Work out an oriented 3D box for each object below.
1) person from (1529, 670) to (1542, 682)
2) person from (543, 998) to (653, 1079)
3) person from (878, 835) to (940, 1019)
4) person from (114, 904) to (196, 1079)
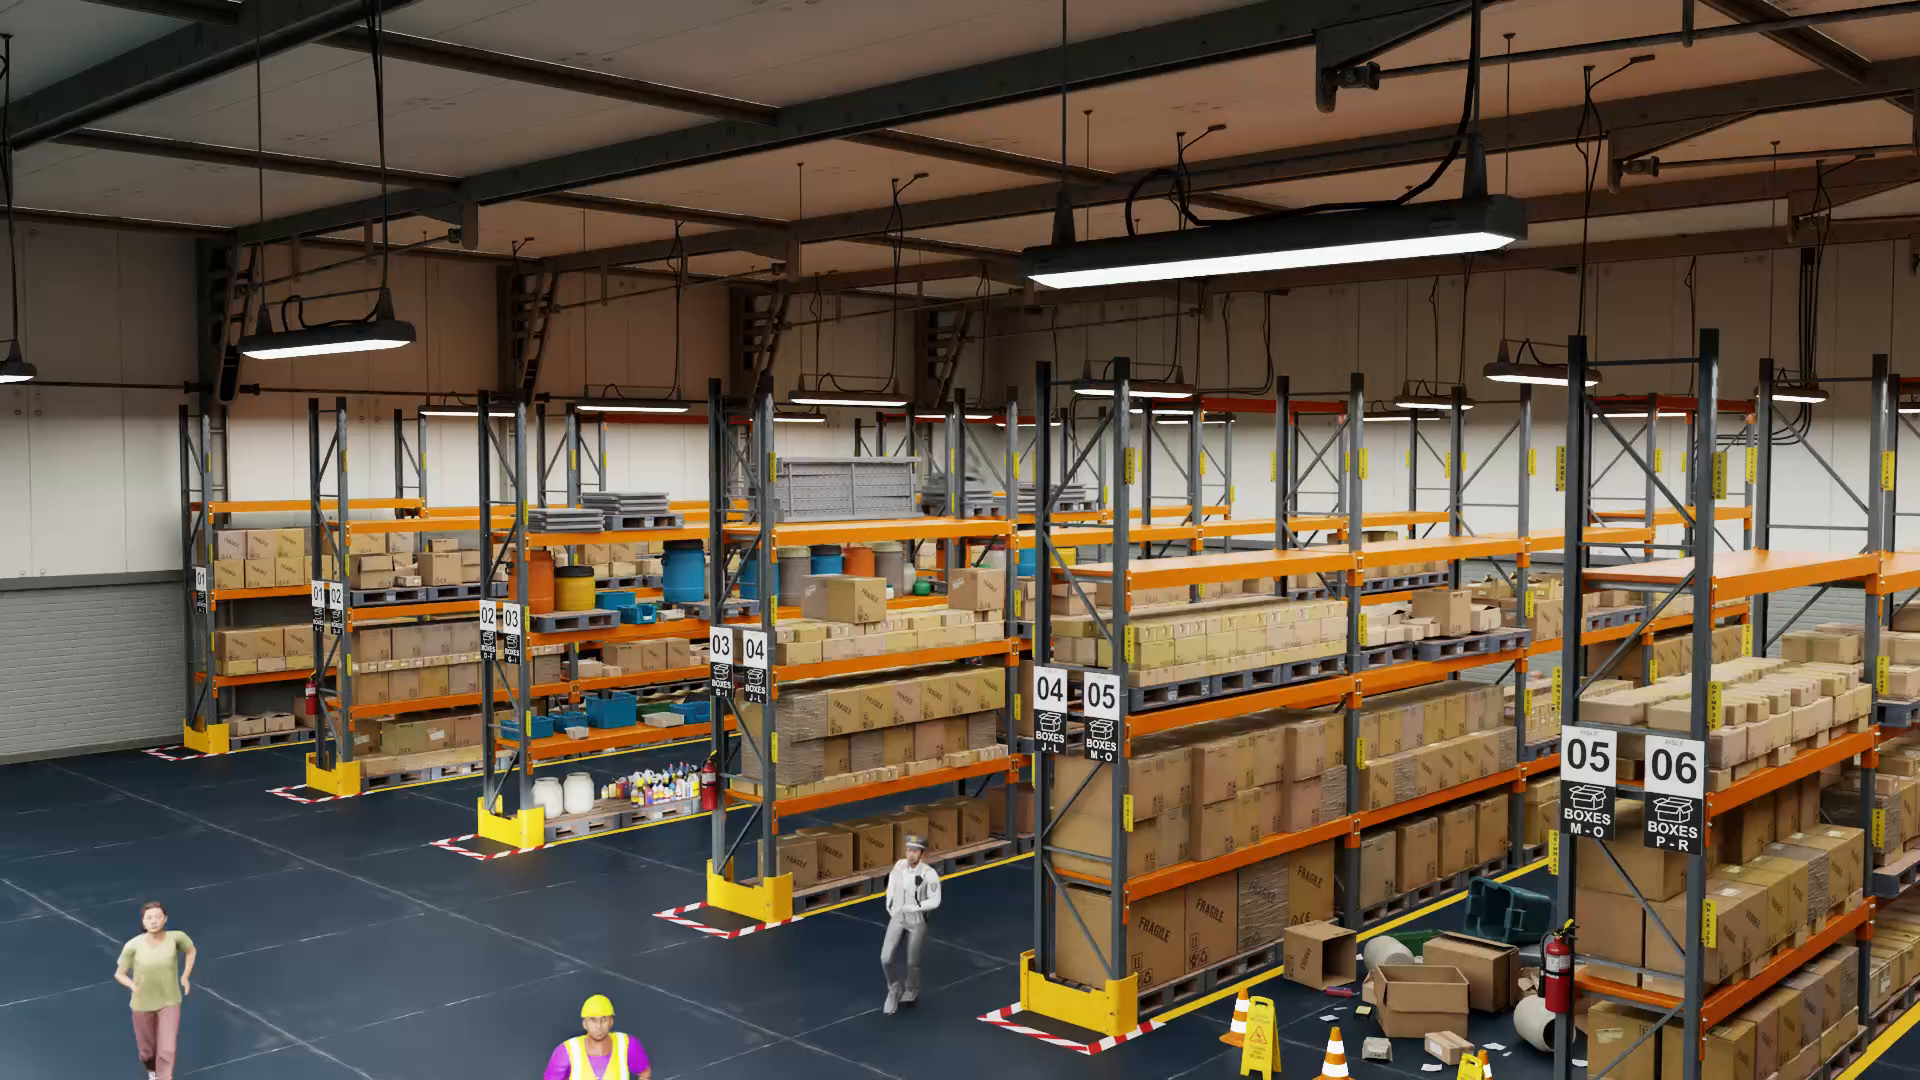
[{"bbox_3d":[9.031,2.911,25.954,0.911,1.779,0.728,-3,4,-41],"label":"person"},{"bbox_3d":[-2.290,3.752,10.543,0.700,1.729,0.703,-1,3,-16],"label":"person"},{"bbox_3d":[-0.433,3.537,15.305,0.601,1.724,0.651,1,3,19],"label":"person"},{"bbox_3d":[-6.249,3.654,12.938,0.578,1.660,0.881,-1,3,-25],"label":"person"}]
